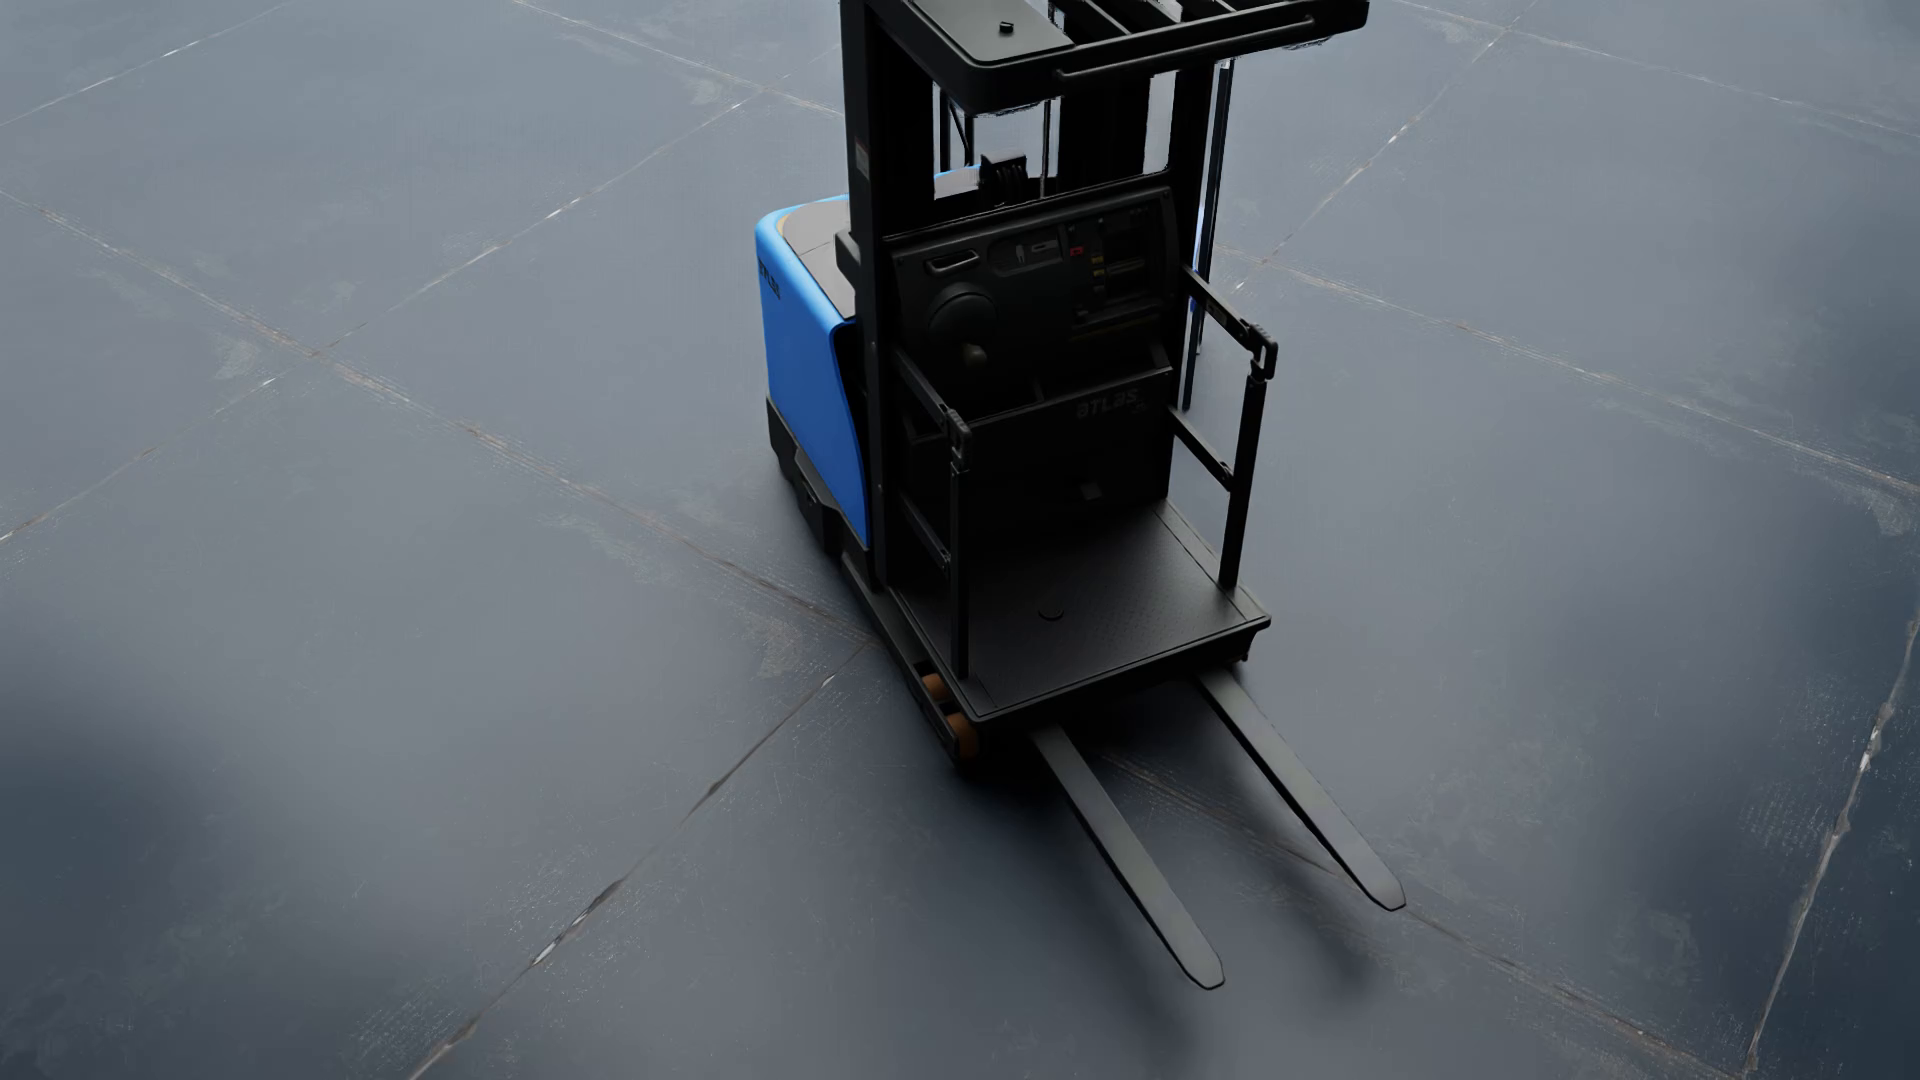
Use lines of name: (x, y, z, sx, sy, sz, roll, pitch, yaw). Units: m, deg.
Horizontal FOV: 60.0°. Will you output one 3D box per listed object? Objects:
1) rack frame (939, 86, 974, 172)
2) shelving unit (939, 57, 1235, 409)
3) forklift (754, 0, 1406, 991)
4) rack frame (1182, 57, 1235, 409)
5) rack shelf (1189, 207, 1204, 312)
rack frame: (-0.011, -1.407, 6.697, 0.032, 1.500, 0.500, 8, 42, 9)
shelving unit: (0.486, -1.336, 6.619, 1.048, 1.500, 0.538, 8, 42, 9)
forklift: (0.332, -0.704, 4.839, 1.130, 2.935, 3.031, -17, 45, -18)
rack frame: (0.983, -1.266, 6.540, 0.032, 1.500, 0.500, 8, 42, 9)
rack shelf: (0.486, -1.202, 6.739, 1.000, 0.185, 0.538, 8, 42, 9)
